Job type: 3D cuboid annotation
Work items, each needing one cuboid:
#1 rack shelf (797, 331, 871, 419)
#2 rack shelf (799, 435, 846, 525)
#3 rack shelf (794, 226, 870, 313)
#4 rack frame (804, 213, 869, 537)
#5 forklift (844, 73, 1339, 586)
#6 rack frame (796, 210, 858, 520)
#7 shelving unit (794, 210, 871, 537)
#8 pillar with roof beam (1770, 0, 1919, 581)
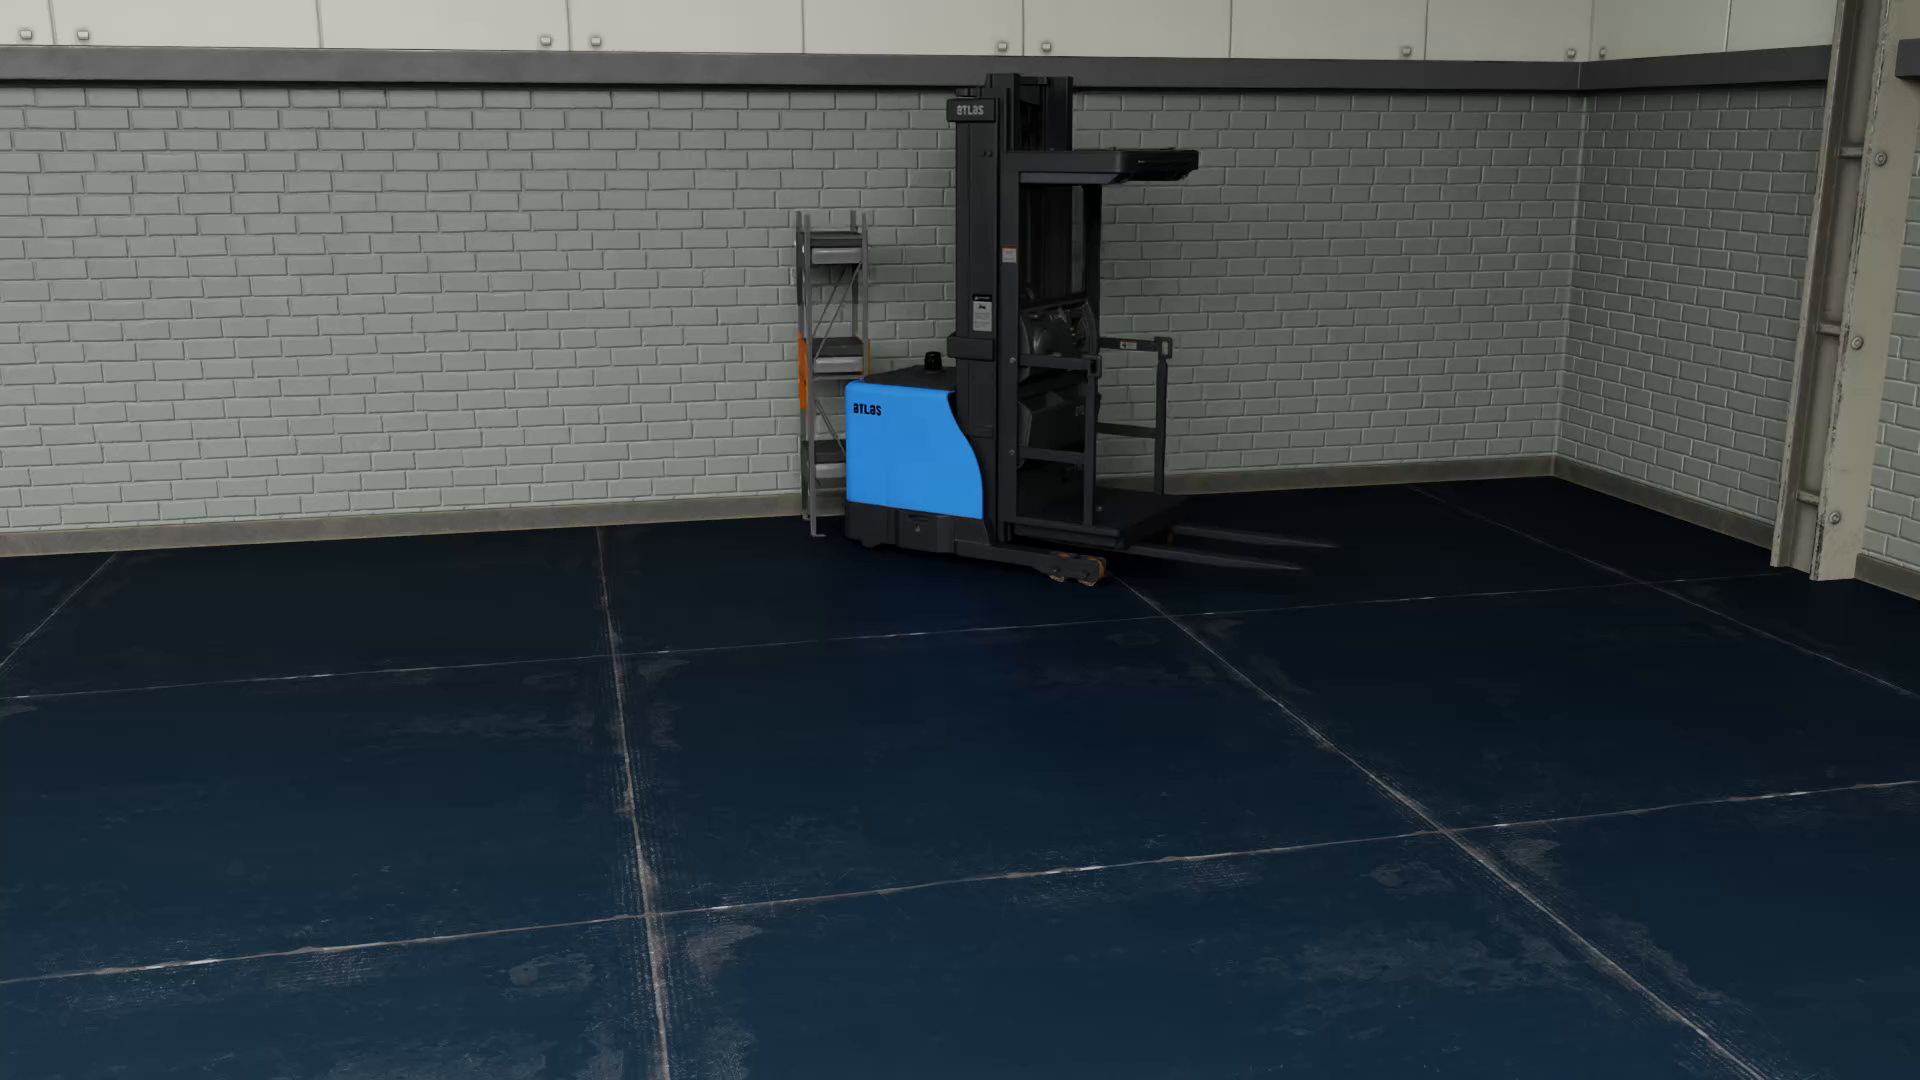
[{"bbox_3d":[-0.841,-1.097,11.050,0.431,0.518,0.480,-3,14,-11],"label":"rack shelf"},{"bbox_3d":[-0.841,-0.417,11.216,0.431,0.518,0.480,-3,14,-11],"label":"rack shelf"},{"bbox_3d":[-0.841,-1.777,10.884,0.431,0.518,0.480,-3,14,-11],"label":"rack shelf"},{"bbox_3d":[-0.791,-1.053,10.815,0.400,2.100,0.015,-3,14,-11],"label":"rack frame"},{"bbox_3d":[0.784,-1.297,10.059,3.031,2.935,1.130,8,16,30],"label":"forklift"},{"bbox_3d":[-0.890,-1.167,11.279,0.400,2.100,0.015,-3,14,-11],"label":"rack frame"},{"bbox_3d":[-0.841,-1.110,11.047,0.431,2.100,0.503,-3,14,-11],"label":"shelving unit"},{"bbox_3d":[1.025,-3.942,8.101,9.100,9.000,0.400,-3,14,-13],"label":"pillar with roof beam"}]
